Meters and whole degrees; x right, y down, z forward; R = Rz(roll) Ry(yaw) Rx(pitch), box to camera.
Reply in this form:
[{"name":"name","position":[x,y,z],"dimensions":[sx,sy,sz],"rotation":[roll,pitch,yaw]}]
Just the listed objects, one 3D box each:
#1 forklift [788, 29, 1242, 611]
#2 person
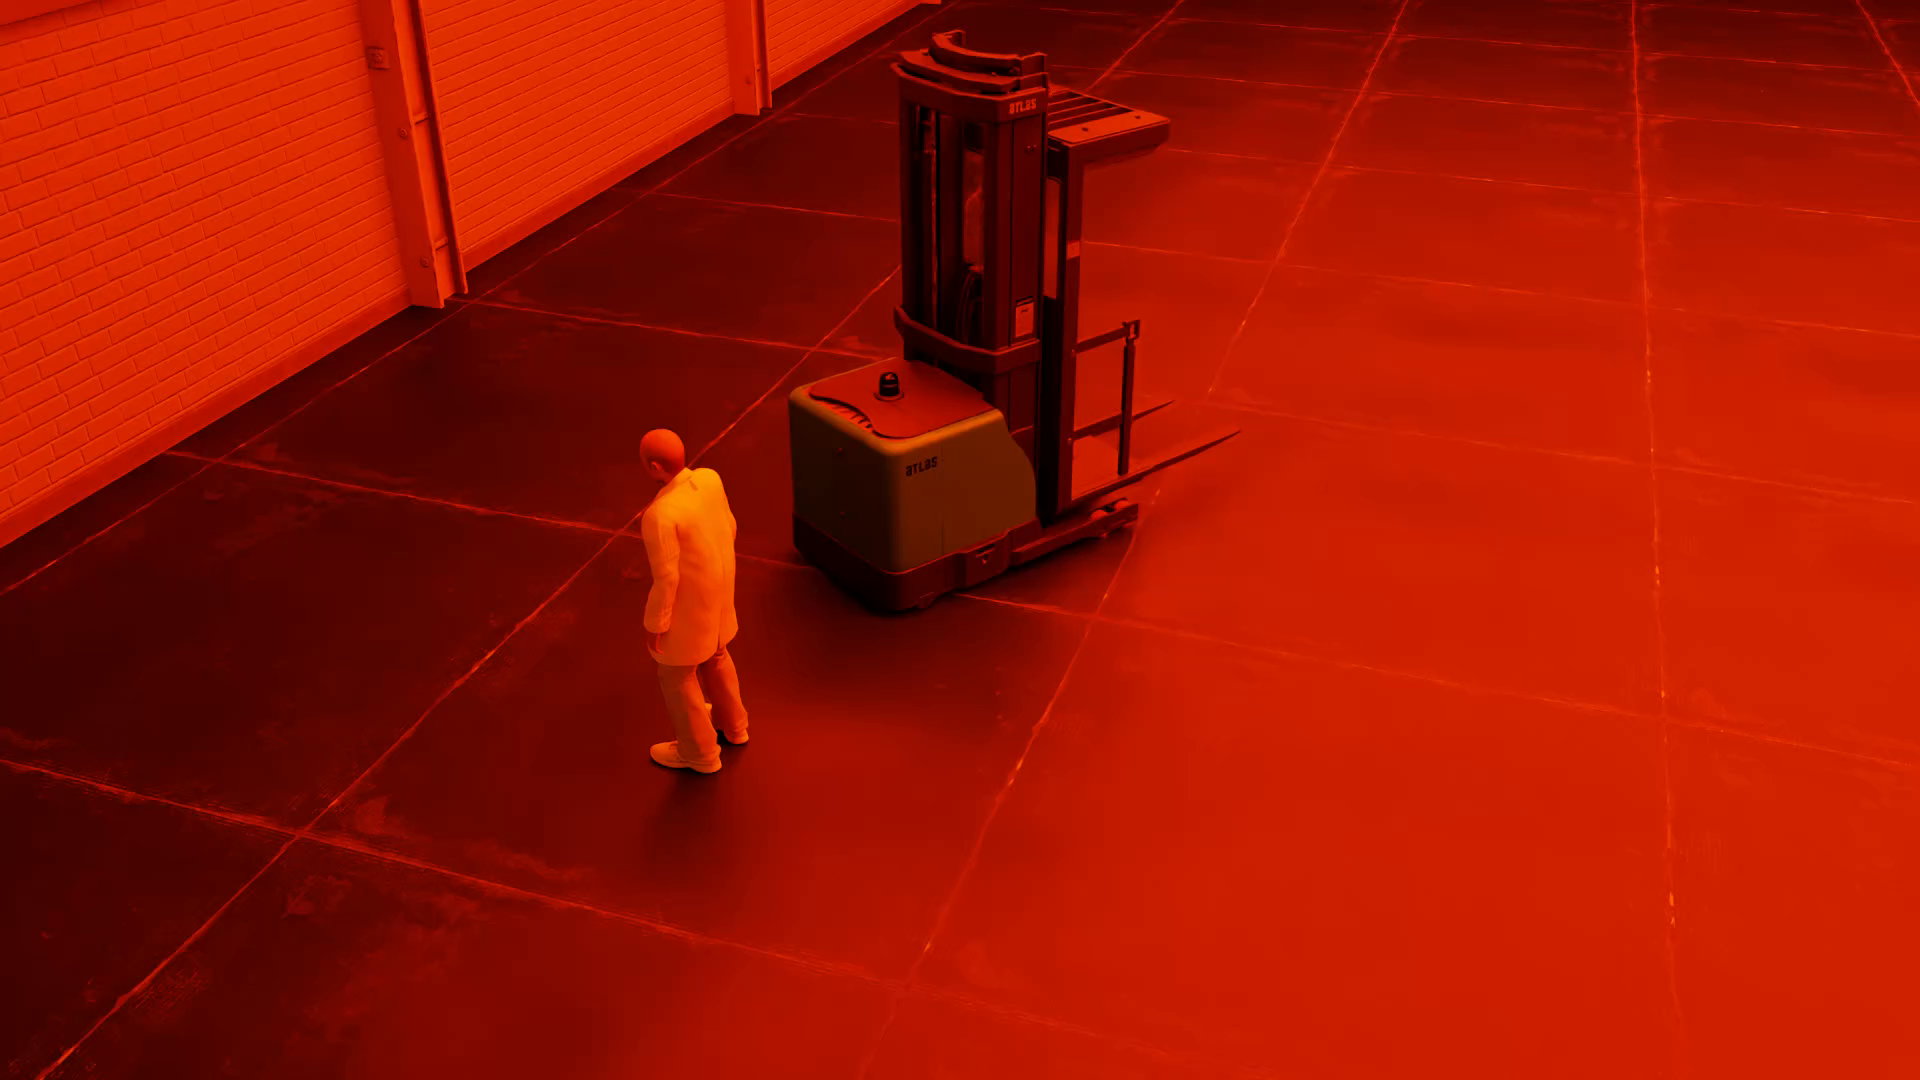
[{"name":"forklift","position":[0.470,-1.468,9.712],"dimensions":[3.031,2.935,1.130],"rotation":[-22,36,-33]},{"name":"person","position":[-1.272,0.285,7.806],"dimensions":[0.430,1.772,0.647],"rotation":[14,32,23]}]
